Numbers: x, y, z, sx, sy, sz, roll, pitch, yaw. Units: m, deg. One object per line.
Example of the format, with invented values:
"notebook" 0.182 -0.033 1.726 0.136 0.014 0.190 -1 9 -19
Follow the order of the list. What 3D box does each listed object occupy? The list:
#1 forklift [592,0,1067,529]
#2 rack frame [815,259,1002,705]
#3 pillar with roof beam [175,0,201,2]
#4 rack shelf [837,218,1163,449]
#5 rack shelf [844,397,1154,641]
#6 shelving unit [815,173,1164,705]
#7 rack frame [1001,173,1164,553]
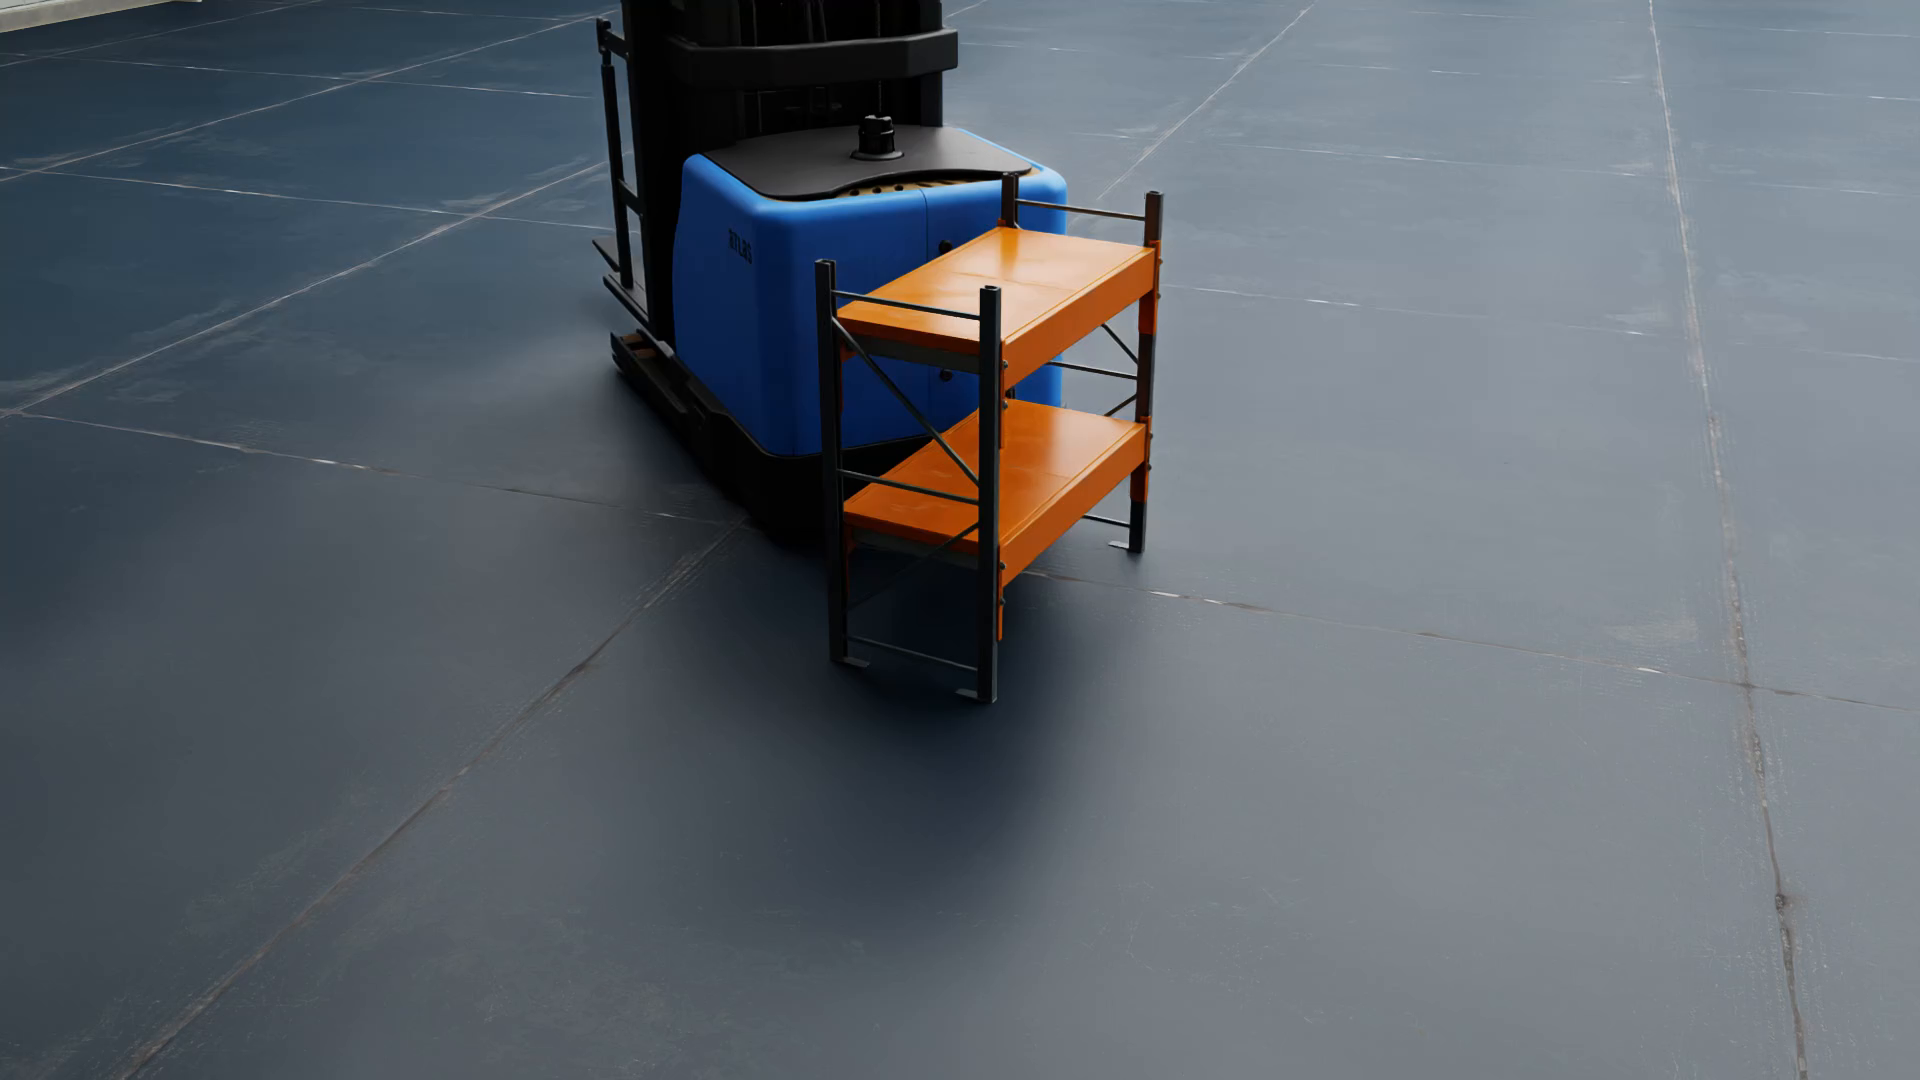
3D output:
"forklift" -0.731 -1.967 5.948 1.130 2.935 3.031 -11 28 -22
"rack frame" -0.130 -0.131 4.230 0.500 1.125 0.032 13 29 25
"pillar with roof beam" -3.271 -8.647 12.783 9.100 9.000 0.400 9 27 17
"rack shelf" 0.110 -0.590 4.506 0.538 0.278 1.000 13 29 25
"rack shelf" 0.110 -0.106 4.740 0.538 0.278 1.000 13 29 25
"shelving unit" 0.110 -0.327 4.634 0.538 1.125 1.048 13 29 25
"rack frame" 0.350 -0.522 5.037 0.500 1.125 0.032 13 29 25
